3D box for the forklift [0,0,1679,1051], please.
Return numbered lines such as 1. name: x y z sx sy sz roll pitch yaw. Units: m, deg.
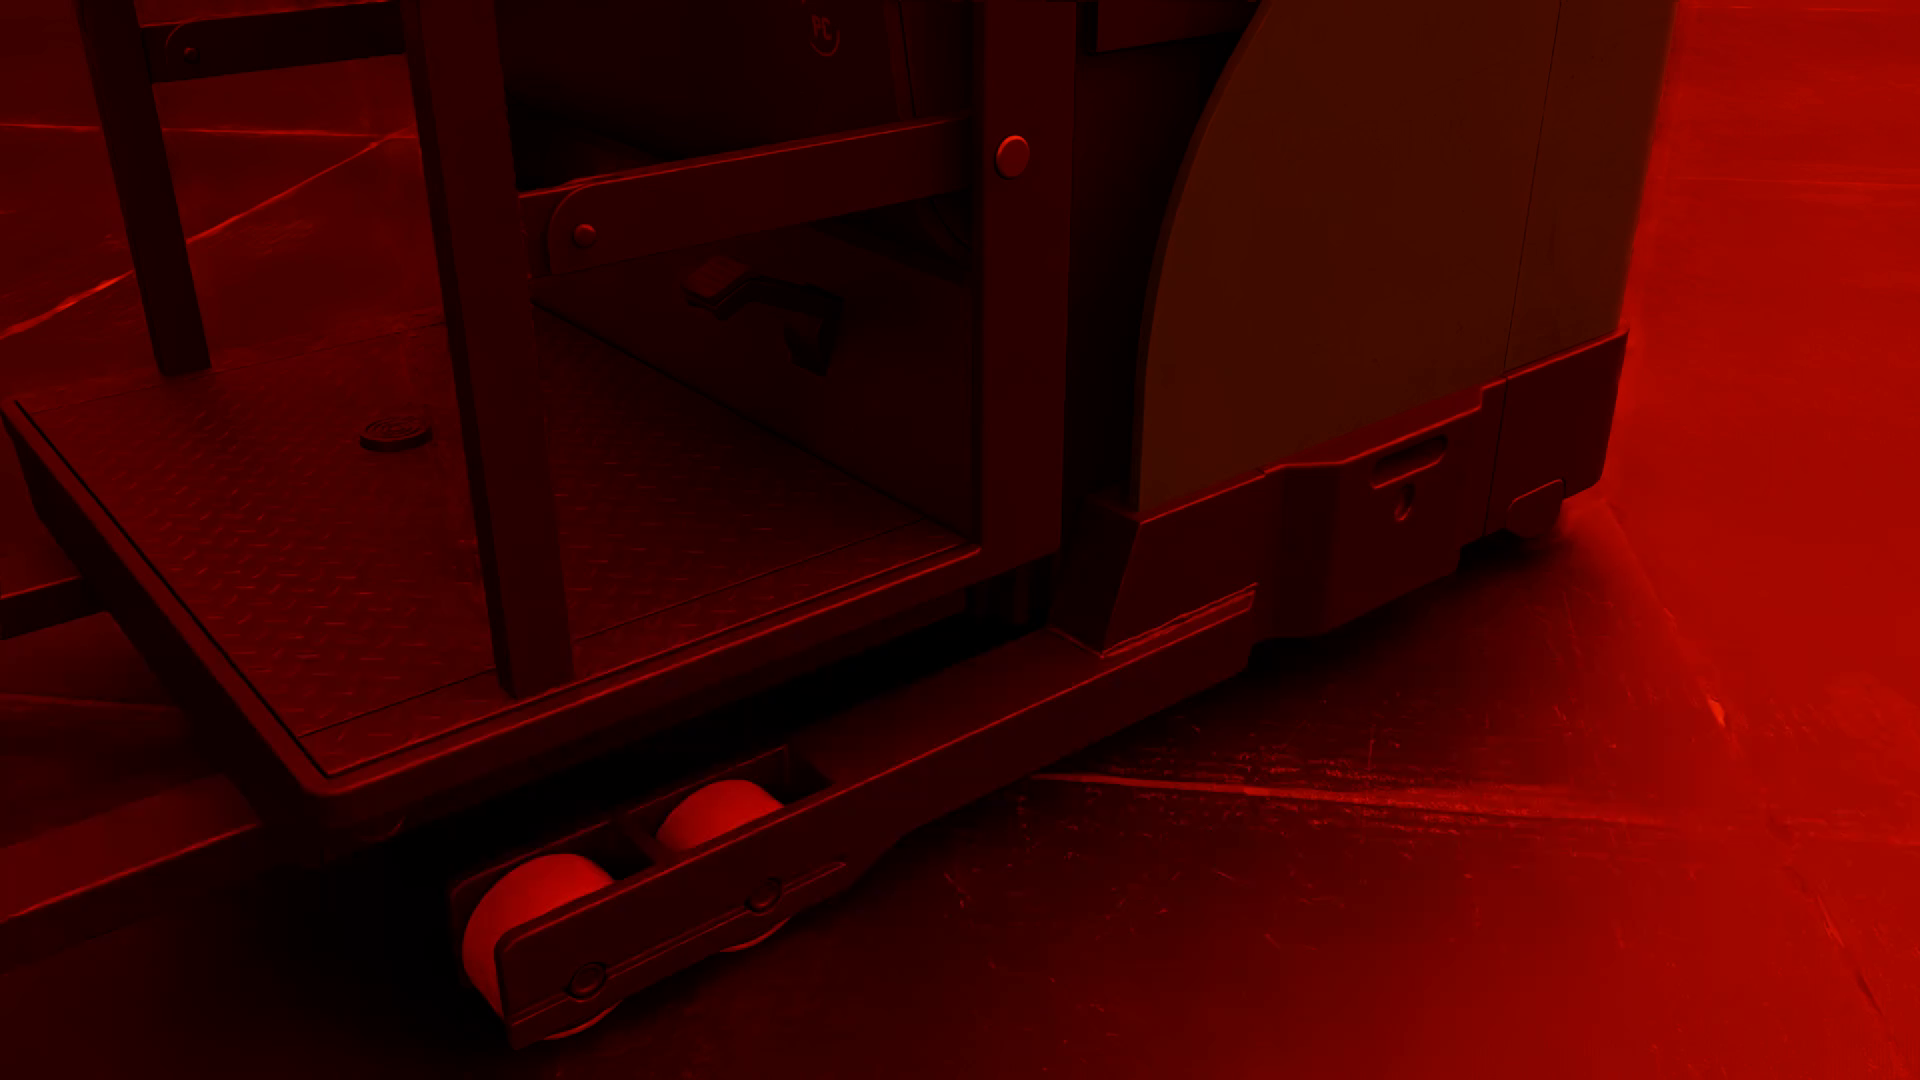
1. forklift: -0.475 -1.111 1.443 3.031 2.935 1.130 -20 33 -34
